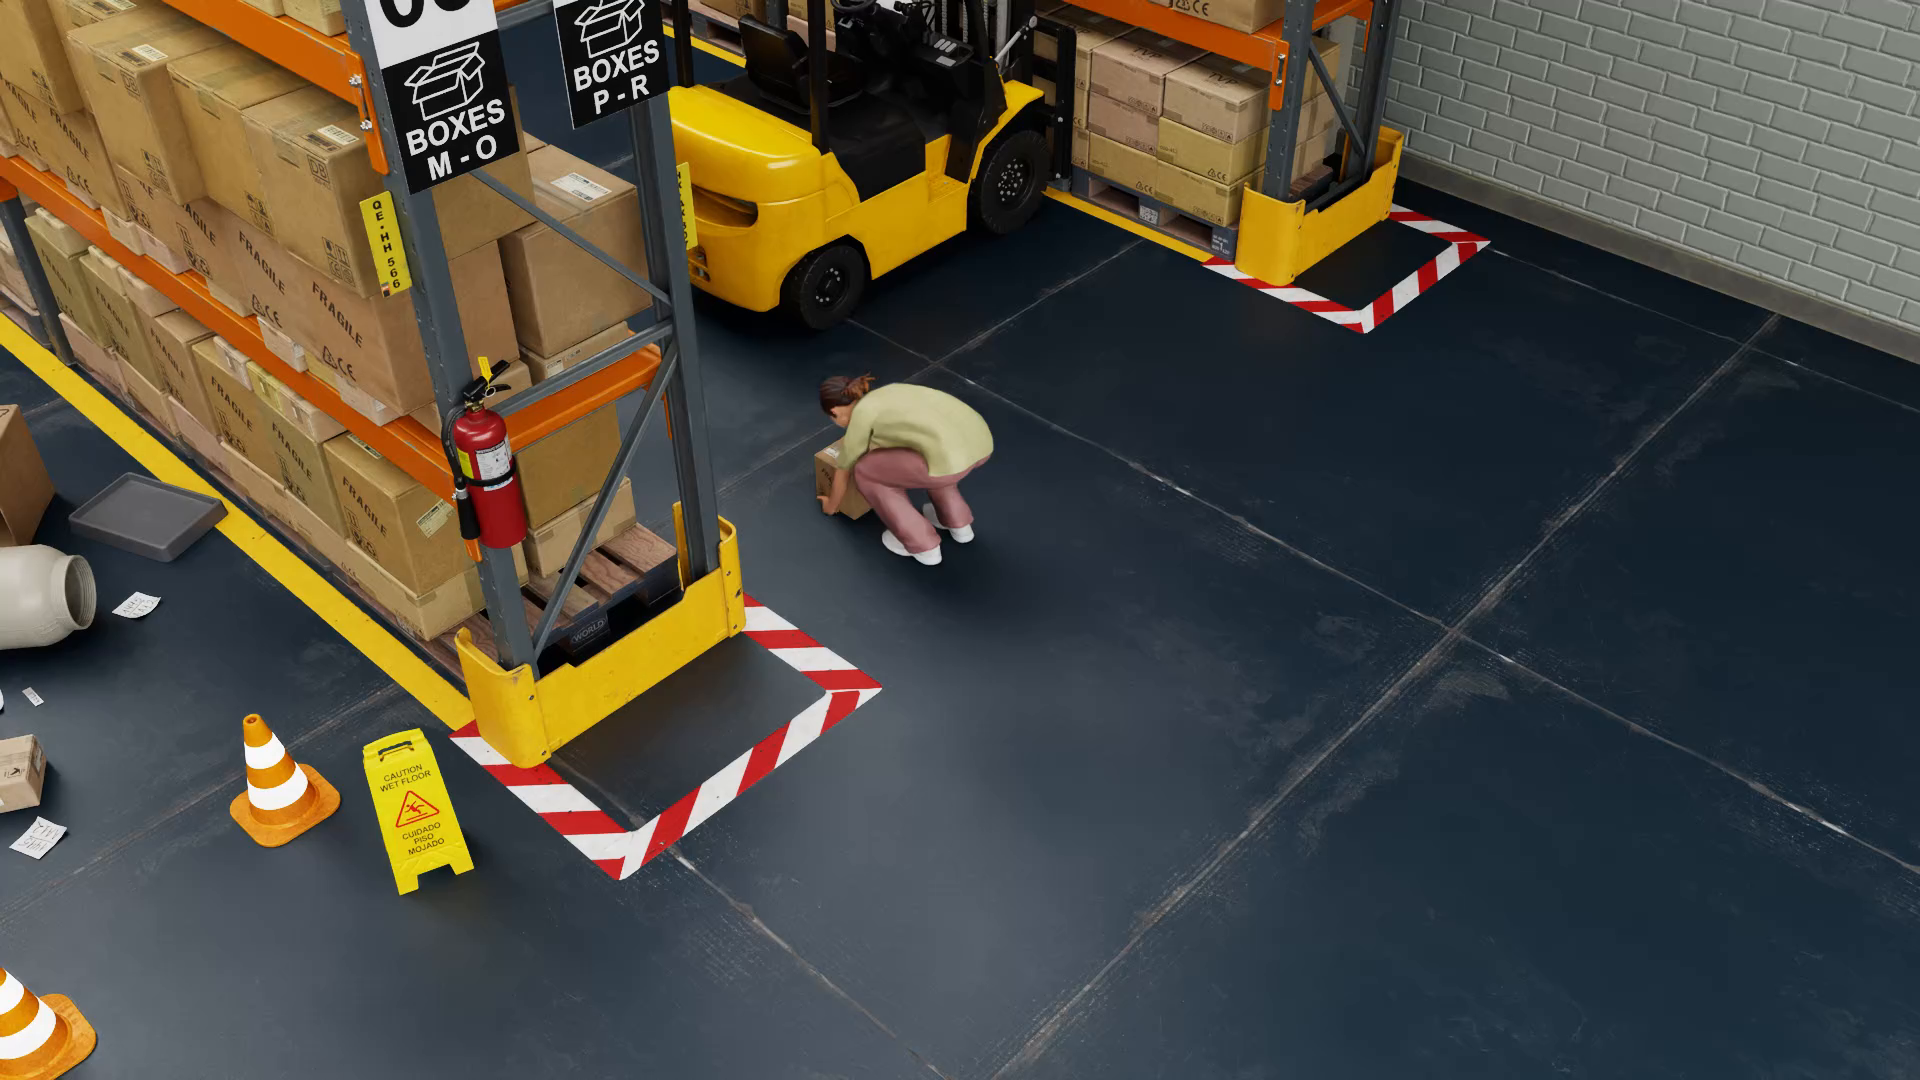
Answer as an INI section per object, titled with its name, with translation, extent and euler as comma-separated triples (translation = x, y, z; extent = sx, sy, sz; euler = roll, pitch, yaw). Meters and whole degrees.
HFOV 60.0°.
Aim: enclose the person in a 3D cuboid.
[person]
translation = -0.254, -0.342, 7.321
extent = 0.864, 0.774, 0.468
euler = 29, 47, 30
